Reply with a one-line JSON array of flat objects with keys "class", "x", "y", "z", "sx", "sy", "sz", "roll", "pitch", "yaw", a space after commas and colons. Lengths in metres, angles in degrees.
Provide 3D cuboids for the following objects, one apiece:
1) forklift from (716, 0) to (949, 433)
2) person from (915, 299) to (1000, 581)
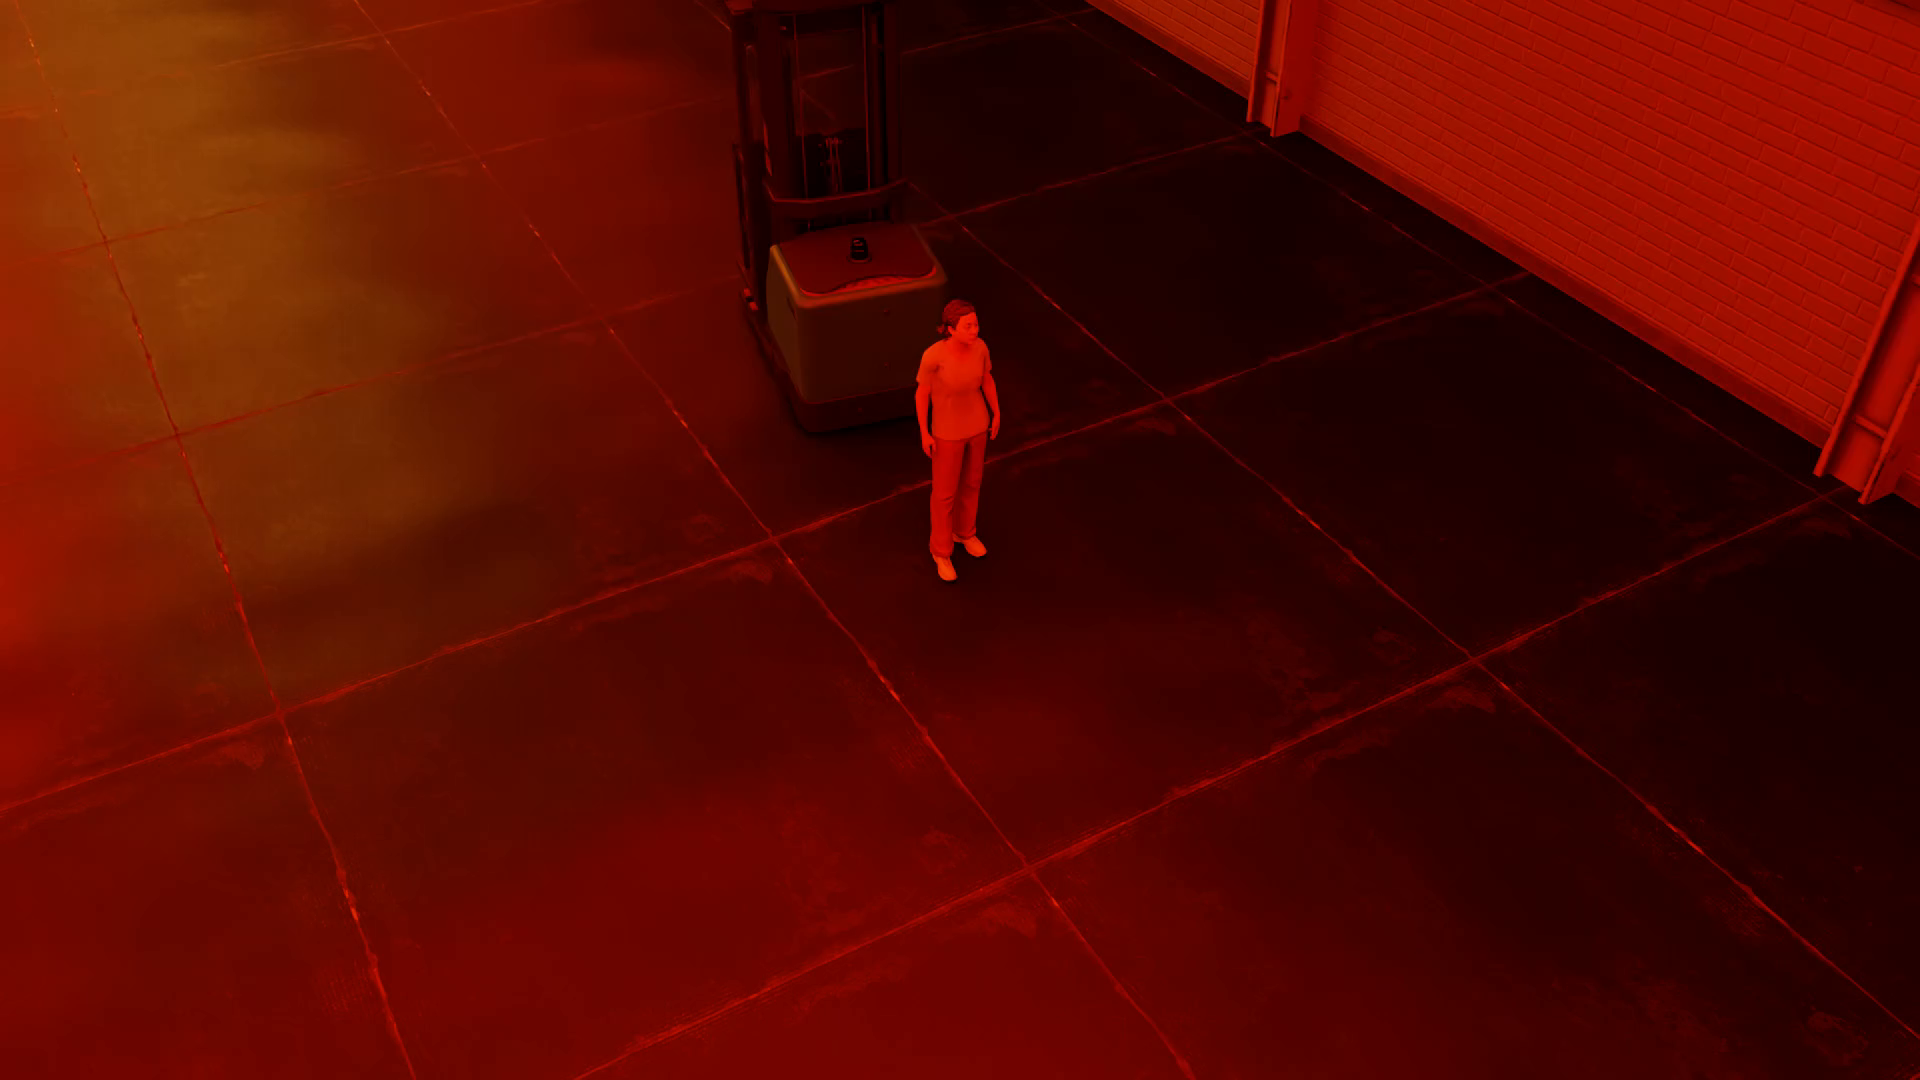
[{"class": "forklift", "x": -1.007, "y": -2.790, "z": 11.400, "sx": 1.130, "sy": 2.935, "sz": 3.031, "roll": -12, "pitch": 41, "yaw": -14}, {"class": "person", "x": 0.031, "y": -0.602, "z": 9.734, "sx": 0.553, "sy": 1.675, "sz": 0.533, "roll": -20, "pitch": 44, "yaw": -23}]
